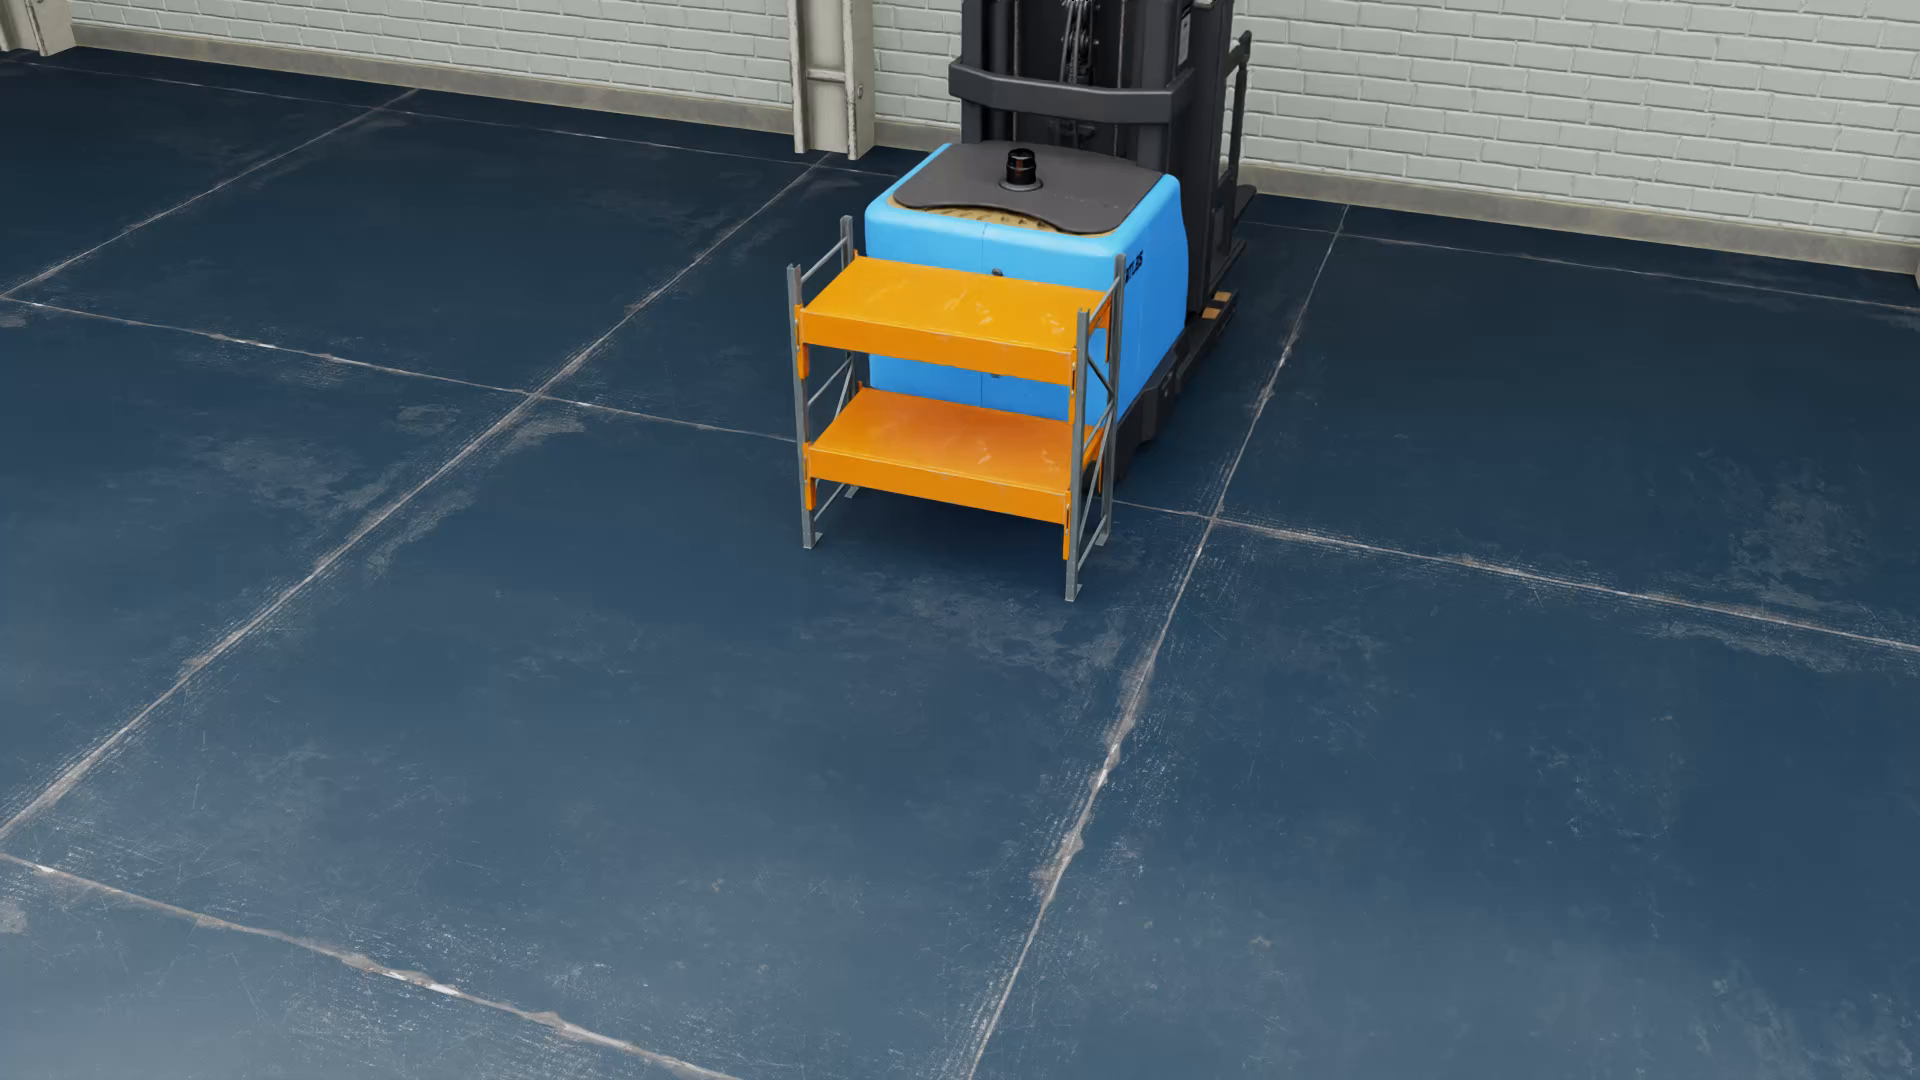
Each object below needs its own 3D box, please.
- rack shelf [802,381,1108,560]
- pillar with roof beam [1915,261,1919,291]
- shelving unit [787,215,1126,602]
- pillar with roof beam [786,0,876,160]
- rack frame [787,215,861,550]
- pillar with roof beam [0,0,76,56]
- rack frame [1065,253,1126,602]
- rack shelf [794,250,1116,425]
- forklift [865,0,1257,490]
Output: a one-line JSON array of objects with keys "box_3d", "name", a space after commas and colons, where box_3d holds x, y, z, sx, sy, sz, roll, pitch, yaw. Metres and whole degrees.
[{"box_3d": [-0.006, -0.268, 6.079, 1.000, 0.278, 0.538, 11, 34, 16], "name": "rack shelf"}, {"box_3d": [3.460, -2.808, 2.302, 0.400, 9.000, 9.100, 11, 34, 16], "name": "pillar with roof beam"}, {"box_3d": [-0.006, -0.474, 5.947, 1.048, 1.125, 0.538, 11, 34, 16], "name": "shelving unit"}, {"box_3d": [-2.188, -3.906, 4.003, 0.400, 9.000, 9.100, 11, 34, 16], "name": "pillar with roof beam"}, {"box_3d": [-0.485, -0.567, 6.091, 0.032, 1.125, 0.500, 11, 34, 16], "name": "rack frame"}, {"box_3d": [-7.836, -5.004, 5.703, 0.400, 9.000, 9.100, 11, 34, 16], "name": "pillar with roof beam"}, {"box_3d": [0.472, -0.381, 5.803, 0.032, 1.125, 0.500, 11, 34, 16], "name": "rack frame"}, {"box_3d": [-0.006, -0.720, 5.788, 1.000, 0.278, 0.538, 11, 34, 16], "name": "rack shelf"}, {"box_3d": [0.658, -2.211, 6.973, 1.130, 2.935, 3.031, 13, 35, 19], "name": "forklift"}]
